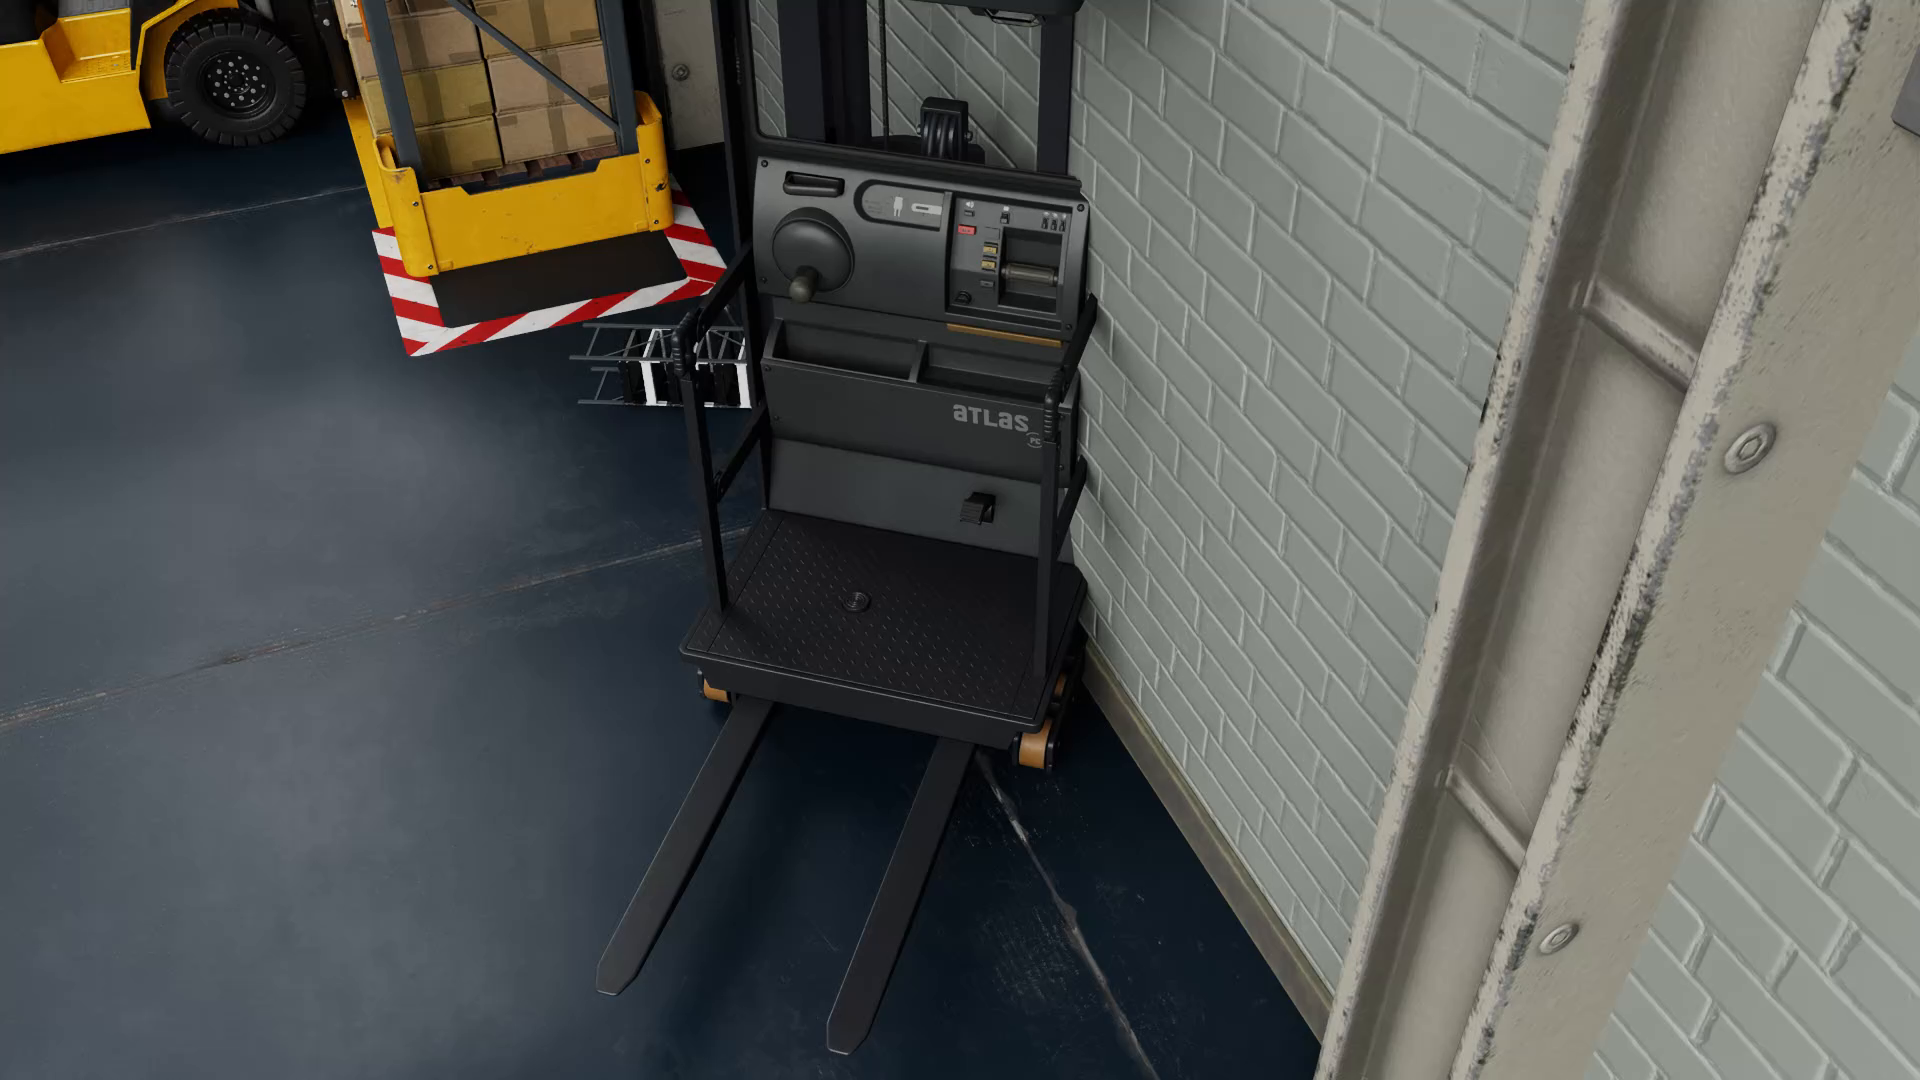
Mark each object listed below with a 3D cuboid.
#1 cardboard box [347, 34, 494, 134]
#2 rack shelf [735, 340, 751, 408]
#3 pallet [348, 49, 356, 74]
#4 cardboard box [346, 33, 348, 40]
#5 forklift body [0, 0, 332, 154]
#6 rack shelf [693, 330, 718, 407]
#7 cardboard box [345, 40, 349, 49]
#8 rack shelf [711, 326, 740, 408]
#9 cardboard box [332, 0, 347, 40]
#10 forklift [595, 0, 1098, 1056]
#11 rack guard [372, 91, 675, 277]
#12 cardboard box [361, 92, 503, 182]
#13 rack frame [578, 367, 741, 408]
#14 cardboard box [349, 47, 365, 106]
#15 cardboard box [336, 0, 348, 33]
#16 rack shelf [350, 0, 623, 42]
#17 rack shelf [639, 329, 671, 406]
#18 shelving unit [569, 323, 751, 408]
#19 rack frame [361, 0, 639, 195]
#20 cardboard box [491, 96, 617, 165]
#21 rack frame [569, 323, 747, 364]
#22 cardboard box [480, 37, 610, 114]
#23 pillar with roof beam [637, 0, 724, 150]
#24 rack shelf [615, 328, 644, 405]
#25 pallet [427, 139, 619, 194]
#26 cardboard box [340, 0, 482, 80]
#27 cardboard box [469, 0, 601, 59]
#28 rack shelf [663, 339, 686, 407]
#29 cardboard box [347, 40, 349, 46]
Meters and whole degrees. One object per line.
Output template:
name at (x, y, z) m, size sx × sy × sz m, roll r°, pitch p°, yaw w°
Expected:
cardboard box at (-2.340, -2.022, 7.205) m, size 0.500 × 0.250 × 0.500 m, roll -16°, pitch 43°, yaw -17°
rack shelf at (-0.791, -0.658, 6.345) m, size 0.077 × 0.200 × 0.258 m, roll 2°, pitch 41°, yaw 3°
pallet at (-2.659, -2.628, 8.644) m, size 1.003 × 0.211 × 1.213 m, roll -15°, pitch 43°, yaw -17°
cardboard box at (-2.521, -2.327, 7.559) m, size 0.500 × 0.250 × 0.500 m, roll -16°, pitch 43°, yaw -17°
forklift body at (-4.276, -2.866, 7.434) m, size 2.313 × 2.155 × 1.214 m, roll -15°, pitch 43°, yaw -17°
rack shelf at (-0.971, -0.664, 6.354) m, size 0.077 × 0.200 × 0.258 m, roll 2°, pitch 41°, yaw 3°
cardboard box at (-2.920, -2.735, 8.416) m, size 0.500 × 0.250 × 0.500 m, roll -14°, pitch 43°, yaw -16°
rack shelf at (-0.881, -0.661, 6.350) m, size 0.077 × 0.200 × 0.258 m, roll 2°, pitch 41°, yaw 3°
cardboard box at (-2.738, -2.633, 7.915) m, size 0.500 × 0.250 × 0.500 m, roll -16°, pitch 43°, yaw -18°
forklift at (-0.171, -0.719, 4.338) m, size 1.130 × 2.935 × 3.031 m, roll 10°, pitch 42°, yaw 12°
rack guard at (-1.855, -1.539, 7.156) m, size 1.175 × 0.500 × 0.348 m, roll -15°, pitch 43°, yaw -17°
cardboard box at (-2.336, -1.822, 7.355) m, size 0.500 × 0.250 × 0.500 m, roll -15°, pitch 43°, yaw -17°
rack frame at (-1.004, -0.588, 6.422) m, size 0.900 × 0.006 × 0.240 m, roll 2°, pitch 41°, yaw 3°
cardboard box at (-2.518, -2.124, 7.706) m, size 0.500 × 0.250 × 0.500 m, roll -15°, pitch 43°, yaw -17°
cardboard box at (-2.530, -2.503, 7.379) m, size 0.500 × 0.250 × 0.500 m, roll -14°, pitch 43°, yaw -16°
rack shelf at (-2.630, -3.433, 7.993) m, size 1.077 × 0.370 × 4.000 m, roll -15°, pitch 43°, yaw -17°
rack shelf at (-1.151, -0.669, 6.363) m, size 0.077 × 0.200 × 0.258 m, roll 2°, pitch 41°, yaw 3°
shelving unit at (-1.004, -0.665, 6.356) m, size 0.900 × 0.210 × 0.258 m, roll 2°, pitch 41°, yaw 3°
rack frame at (-1.864, -2.501, 6.358) m, size 1.000 × 3.000 × 0.127 m, roll -15°, pitch 43°, yaw -17°
cardboard box at (-1.872, -1.962, 7.518) m, size 0.500 × 0.250 × 0.500 m, roll -15°, pitch 43°, yaw -17°
rack frame at (-1.005, -0.742, 6.290) m, size 0.900 × 0.006 × 0.240 m, roll 2°, pitch 41°, yaw 3°
cardboard box at (-1.852, -2.142, 7.344) m, size 0.500 × 0.250 × 0.500 m, roll -14°, pitch 43°, yaw -16°
pillar with roof beam at (-5.276, -4.346, 3.902) m, size 9.100 × 9.000 × 0.400 m, roll -15°, pitch 43°, yaw -17°
rack shelf at (-1.241, -0.672, 6.368) m, size 0.077 × 0.200 × 0.258 m, roll 2°, pitch 41°, yaw 3°
pallet at (-2.196, -1.894, 7.790) m, size 1.003 × 0.211 × 1.213 m, roll -15°, pitch 43°, yaw -17°
cardboard box at (-2.329, -2.196, 7.023) m, size 0.500 × 0.250 × 0.500 m, roll -14°, pitch 43°, yaw -15°
cardboard box at (-1.873, -2.334, 7.183) m, size 0.500 × 0.250 × 0.500 m, roll -16°, pitch 43°, yaw -18°
rack shelf at (-1.061, -0.666, 6.359) m, size 0.077 × 0.200 × 0.258 m, roll 2°, pitch 41°, yaw 3°
cardboard box at (-2.701, -2.427, 8.059) m, size 0.500 × 0.250 × 0.500 m, roll -15°, pitch 43°, yaw -16°
